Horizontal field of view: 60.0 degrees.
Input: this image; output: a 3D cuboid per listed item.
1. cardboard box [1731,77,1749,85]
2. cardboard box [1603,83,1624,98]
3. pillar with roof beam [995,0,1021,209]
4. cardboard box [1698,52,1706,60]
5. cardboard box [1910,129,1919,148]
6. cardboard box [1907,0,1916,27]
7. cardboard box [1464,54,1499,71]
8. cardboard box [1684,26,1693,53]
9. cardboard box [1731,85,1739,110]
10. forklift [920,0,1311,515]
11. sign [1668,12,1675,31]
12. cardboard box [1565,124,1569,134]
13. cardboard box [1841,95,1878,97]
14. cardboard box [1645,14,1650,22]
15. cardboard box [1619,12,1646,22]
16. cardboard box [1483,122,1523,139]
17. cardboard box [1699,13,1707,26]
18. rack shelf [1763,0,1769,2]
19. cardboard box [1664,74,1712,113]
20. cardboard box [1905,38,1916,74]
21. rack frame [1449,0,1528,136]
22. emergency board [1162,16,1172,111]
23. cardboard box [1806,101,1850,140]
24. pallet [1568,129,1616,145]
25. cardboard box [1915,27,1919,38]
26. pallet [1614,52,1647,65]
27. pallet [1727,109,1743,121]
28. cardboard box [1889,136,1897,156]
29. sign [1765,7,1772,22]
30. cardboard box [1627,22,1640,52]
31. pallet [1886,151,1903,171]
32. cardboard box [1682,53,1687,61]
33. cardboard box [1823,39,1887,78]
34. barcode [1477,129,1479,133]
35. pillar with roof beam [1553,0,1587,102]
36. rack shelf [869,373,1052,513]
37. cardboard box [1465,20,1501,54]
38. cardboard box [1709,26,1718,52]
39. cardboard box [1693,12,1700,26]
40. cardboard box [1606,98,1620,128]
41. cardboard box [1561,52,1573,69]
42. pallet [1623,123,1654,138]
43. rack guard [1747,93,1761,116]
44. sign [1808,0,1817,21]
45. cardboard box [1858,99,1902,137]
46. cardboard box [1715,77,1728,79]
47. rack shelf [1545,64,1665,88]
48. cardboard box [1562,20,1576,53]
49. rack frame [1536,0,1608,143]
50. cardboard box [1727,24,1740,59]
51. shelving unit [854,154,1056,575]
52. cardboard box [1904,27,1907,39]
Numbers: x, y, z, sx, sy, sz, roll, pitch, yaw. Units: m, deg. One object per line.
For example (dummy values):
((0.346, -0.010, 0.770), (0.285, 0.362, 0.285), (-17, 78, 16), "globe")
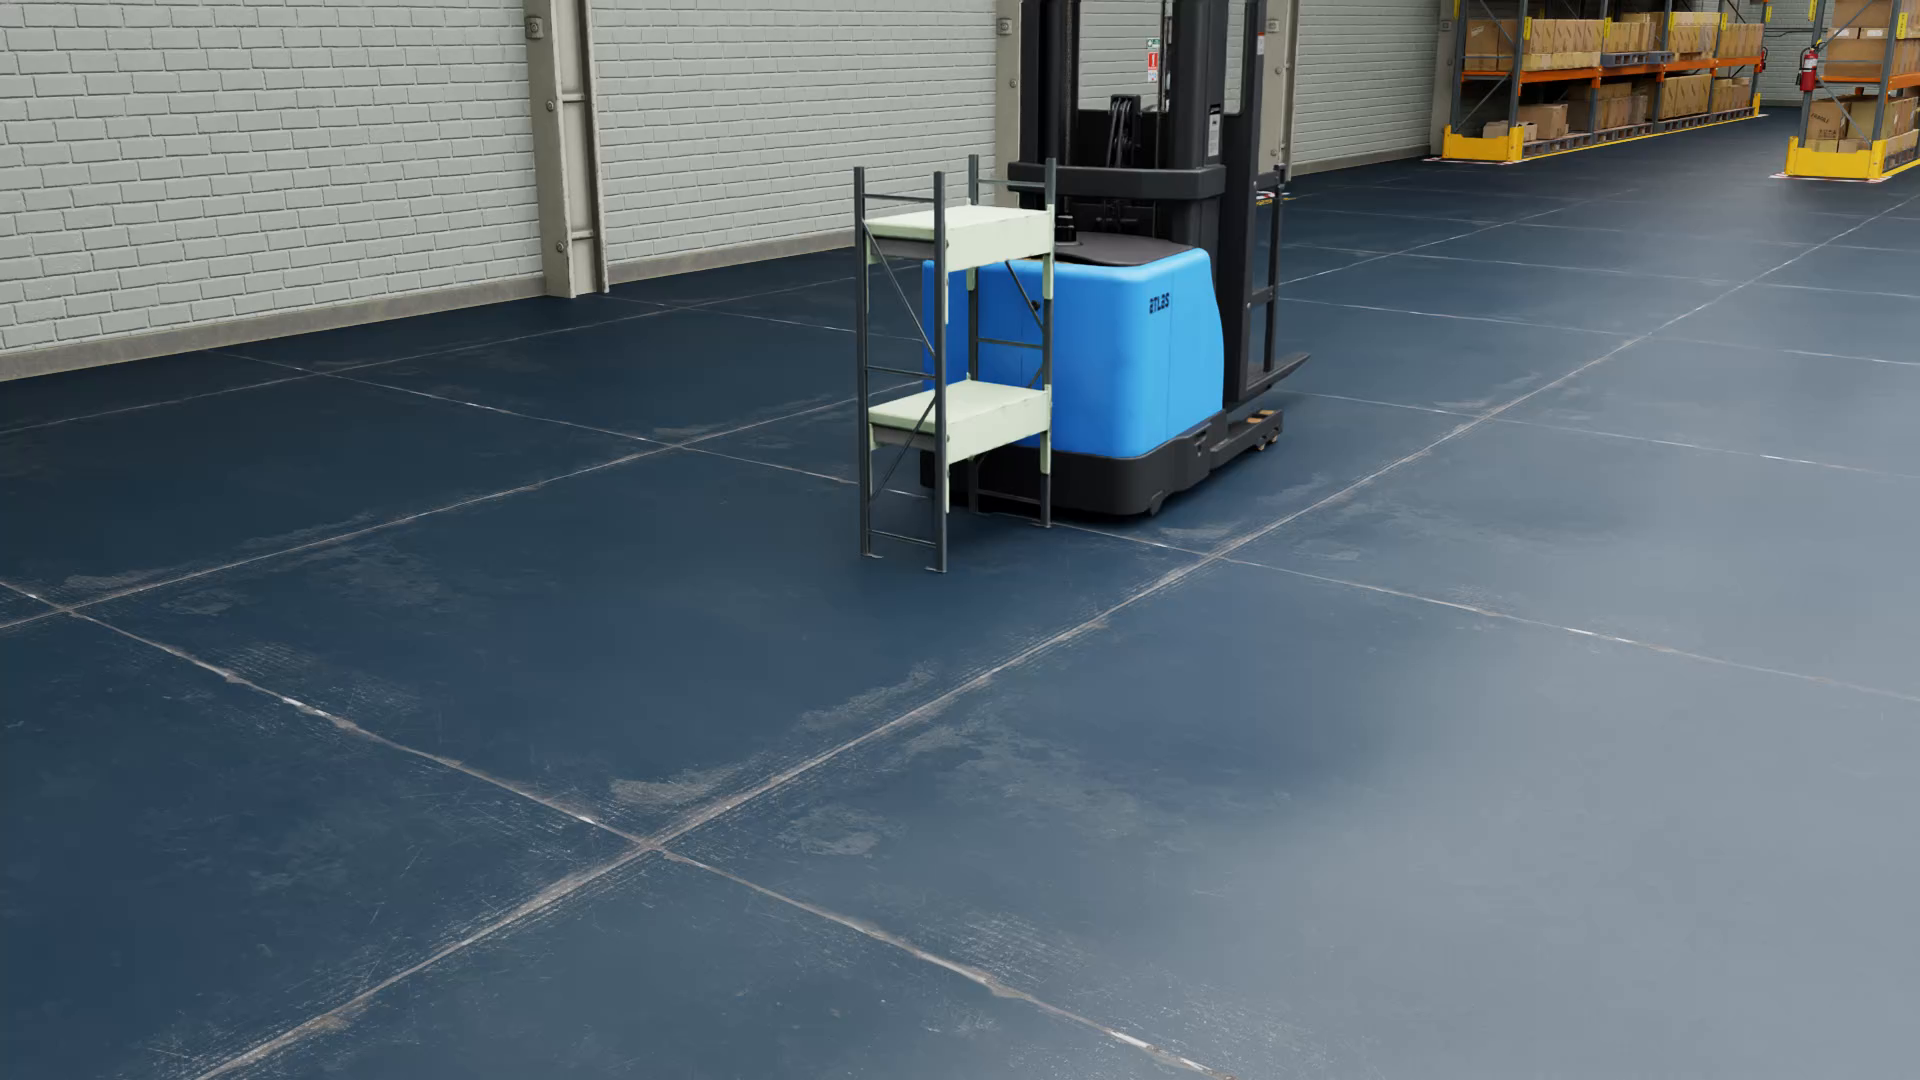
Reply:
((17.293, -10.199, 36.942), (0.380, 0.149, 0.250), (12, 21, 34), "cardboard box")
((11.714, -8.170, 30.204), (0.500, 0.250, 0.500), (12, 21, 34), "cardboard box")
((4.057, -6.885, 13.740), (9.100, 9.000, 0.400), (12, 21, 35), "pillar with roof beam")
((14.771, -9.745, 33.456), (0.380, 0.149, 0.250), (12, 21, 35), "cardboard box")
((14.290, -6.136, 25.372), (0.500, 0.250, 0.500), (12, 21, 35), "cardboard box")
((13.234, -7.599, 23.800), (0.700, 0.500, 0.500), (12, 21, 35), "cardboard box")
((8.150, -7.402, 25.742), (0.500, 0.250, 0.500), (13, 21, 35), "cardboard box")
((13.905, -9.735, 32.331), (0.500, 0.500, 0.500), (12, 21, 34), "cardboard box")
((16.626, -9.713, 36.471), (0.700, 0.500, 0.500), (12, 21, 33), "cardboard box")
((0.964, -1.890, 7.888), (1.130, 2.935, 3.031), (9, 19, 27), "forklift")
((13.235, -9.646, 30.929), (0.100, 0.325, 0.005), (12, 21, 35), "sign")
((10.116, -6.996, 28.250), (0.380, 0.166, 0.250), (9, 20, 28), "cardboard box")
((13.571, -6.467, 25.175), (0.500, 0.500, 0.500), (12, 21, 35), "cardboard box")
((12.612, -9.705, 30.932), (0.380, 0.149, 0.250), (9, 20, 28), "cardboard box")
((12.855, -9.936, 31.712), (0.500, 0.250, 0.500), (13, 22, 36), "cardboard box")
((8.511, -6.394, 26.067), (0.500, 0.311, 0.500), (10, 20, 29), "cardboard box")
((14.488, -10.337, 33.003), (0.500, 0.250, 0.500), (13, 21, 36), "cardboard box")
((16.369, -11.742, 35.654), (1.077, 0.370, 4.000), (12, 21, 35), "rack shelf")
((14.894, -9.173, 34.142), (0.750, 0.750, 0.750), (13, 21, 35), "cardboard box")
((13.520, -7.093, 24.357), (0.700, 0.500, 0.500), (13, 21, 35), "cardboard box")
((8.027, -7.319, 25.254), (1.000, 3.000, 0.127), (12, 21, 35), "rack frame")
((2.671, -5.628, 19.808), (0.194, 1.169, 0.643), (12, 21, 35), "emergency board")
((12.088, -5.870, 23.253), (0.500, 0.500, 0.500), (12, 21, 35), "cardboard box")
((10.873, -7.126, 29.334), (1.003, 0.211, 1.213), (12, 21, 35), "pallet")
((13.643, -7.350, 24.092), (0.380, 0.149, 0.250), (13, 22, 36), "cardboard box")
((11.647, -8.654, 29.877), (1.003, 0.211, 1.213), (12, 21, 35), "pallet")
((16.419, -9.304, 36.350), (1.003, 0.211, 1.213), (12, 21, 35), "pallet")
((13.099, -5.659, 23.837), (0.500, 0.250, 0.500), (12, 21, 35), "cardboard box")
((17.988, -11.697, 37.000), (0.100, 0.325, 0.005), (12, 21, 35), "sign")
((11.797, -9.068, 29.976), (0.700, 0.500, 0.500), (12, 21, 35), "cardboard box")
((13.157, -5.592, 24.394), (1.003, 0.211, 1.213), (12, 21, 35), "pallet")
((14.081, -9.519, 32.728), (0.380, 0.149, 0.250), (13, 21, 35), "cardboard box")
((12.296, -6.601, 22.774), (0.700, 0.500, 0.500), (12, 21, 35), "cardboard box")
((8.201, -6.473, 26.307), (0.001, 0.075, 0.075), (12, 21, 35), "barcode")
((14.782, -11.172, 27.546), (9.100, 9.000, 0.400), (12, 21, 35), "pillar with roof beam")
((-0.008, -0.398, 6.596), (0.431, 0.370, 0.720), (12, 21, 34), "rack shelf")
((8.137, -7.765, 25.645), (0.500, 0.500, 0.500), (12, 21, 34), "cardboard box")
((15.104, -10.222, 33.899), (0.500, 0.500, 0.500), (12, 21, 34), "cardboard box")
((14.185, -10.215, 32.612), (0.500, 0.250, 0.500), (12, 21, 34), "cardboard box")
((11.439, -7.713, 29.995), (0.700, 0.500, 0.500), (13, 21, 35), "cardboard box")
((9.482, -7.683, 26.647), (0.500, 0.250, 0.500), (13, 21, 35), "cardboard box")
((12.327, -7.707, 31.205), (1.003, 0.211, 1.213), (12, 21, 35), "pallet")
((17.575, -9.942, 37.915), (1.175, 0.500, 0.348), (12, 21, 35), "rack guard")
((11.580, -7.210, 22.551), (0.100, 0.325, 0.005), (12, 21, 35), "sign")
((13.090, -6.019, 23.733), (0.500, 0.500, 0.500), (12, 21, 35), "cardboard box")
((16.836, -10.206, 36.965), (0.380, 0.149, 0.250), (12, 21, 35), "cardboard box")
((11.602, -8.404, 29.963), (1.077, 0.370, 4.000), (12, 21, 35), "rack shelf")
((9.466, -8.039, 26.526), (0.500, 0.500, 0.500), (13, 22, 36), "cardboard box")
((10.410, -8.272, 28.322), (1.000, 3.000, 0.127), (12, 21, 35), "rack frame")
((15.953, -10.620, 35.377), (0.980, 0.700, 0.700), (12, 21, 33), "cardboard box")
((-0.008, -0.710, 6.500), (0.431, 1.500, 0.755), (12, 21, 34), "shelving unit")
((13.028, -7.104, 23.298), (0.380, 0.149, 0.250), (12, 21, 33), "cardboard box")
